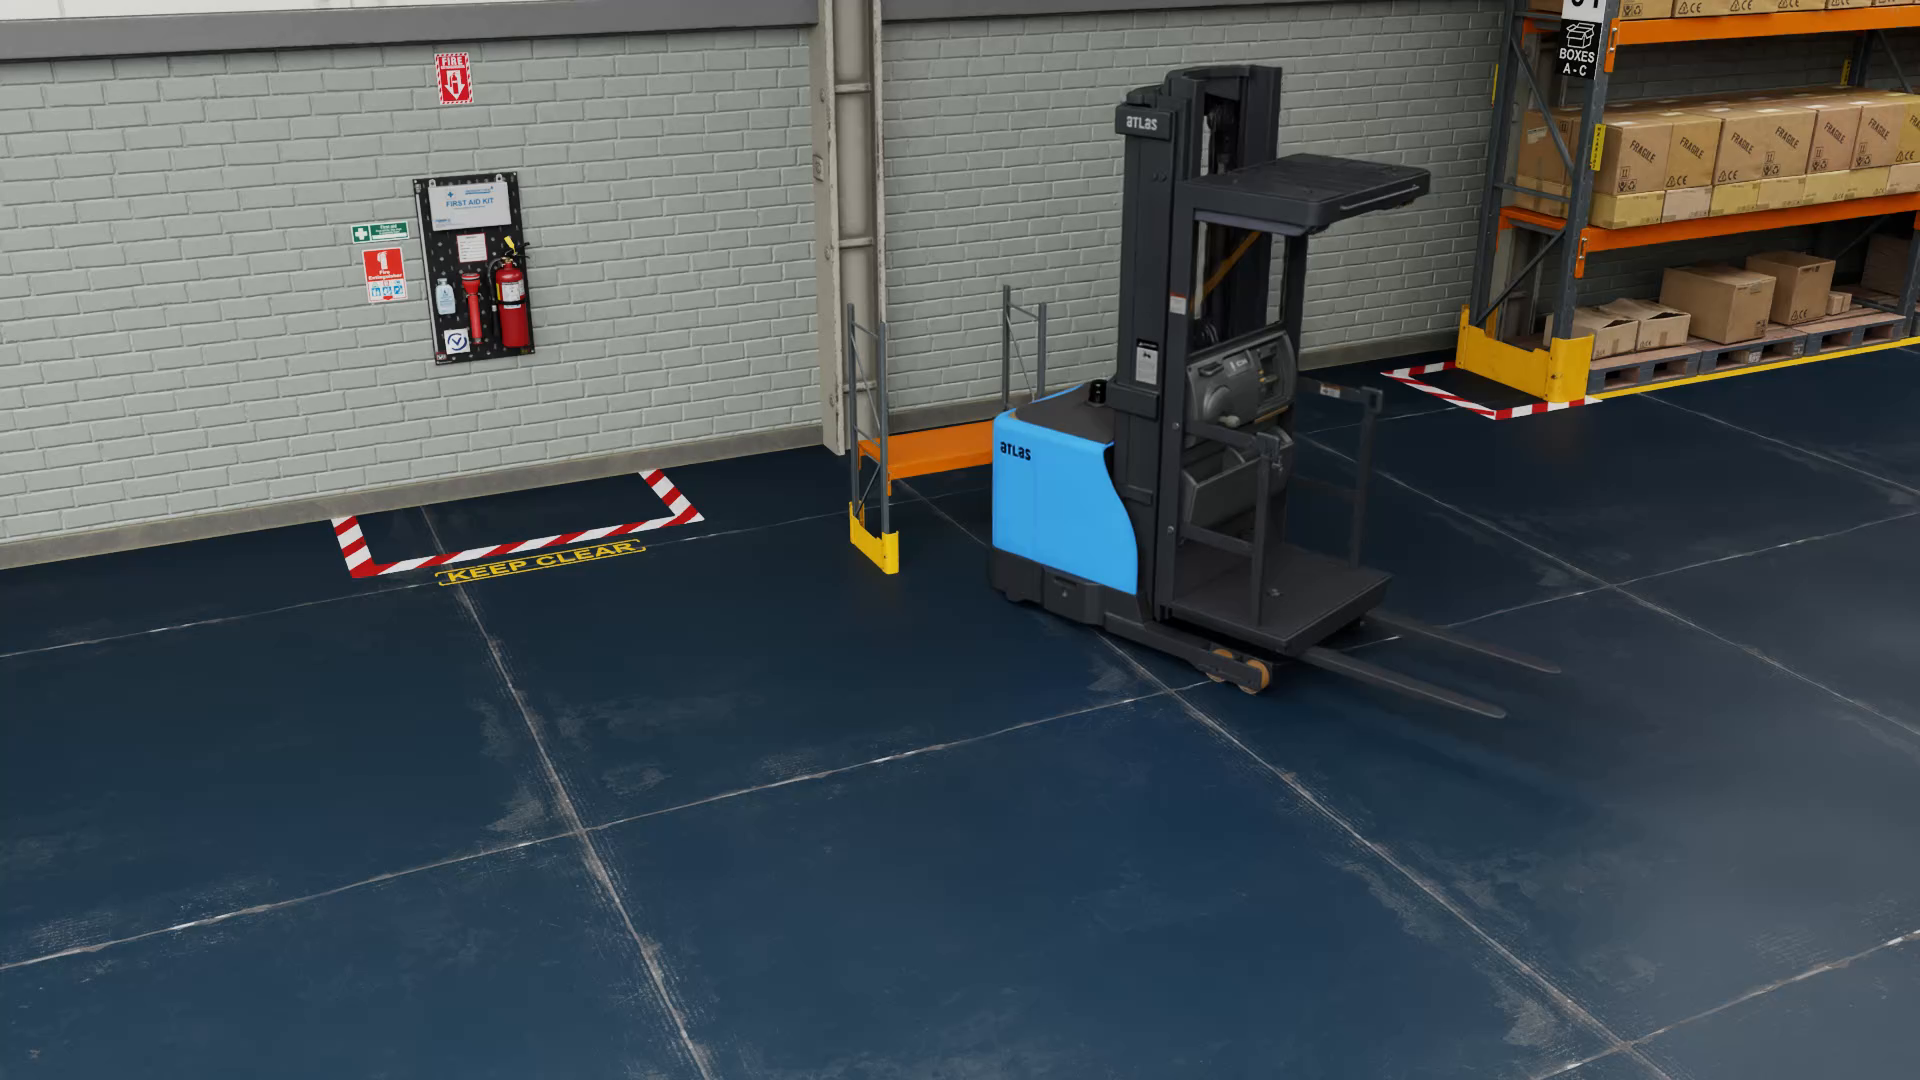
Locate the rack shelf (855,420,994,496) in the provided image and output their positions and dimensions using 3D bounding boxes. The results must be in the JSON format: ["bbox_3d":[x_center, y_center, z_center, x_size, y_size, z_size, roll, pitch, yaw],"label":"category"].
[{"bbox_3d":[-0.077,-0.513,9.998,1.000,0.185,0.538,-10,25,-24],"label":"rack shelf"}]

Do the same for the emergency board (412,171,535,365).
[{"bbox_3d":[-2.991,-1.669,10.361,0.643,1.169,0.194,-10,25,-24],"label":"emergency board"}]

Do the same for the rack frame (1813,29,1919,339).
[{"bbox_3d":[8.008,-3.311,14.326,0.127,3.000,1.000,-10,25,-24],"label":"rack frame"}]

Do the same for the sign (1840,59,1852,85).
[{"bbox_3d":[7.764,-4.036,14.565,0.005,0.325,0.100,-10,25,-24],"label":"sign"}]

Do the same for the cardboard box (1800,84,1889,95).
[{"bbox_3d":[7.493,-3.591,14.193,0.500,0.500,0.500,-11,25,-25],"label":"cardboard box"}]

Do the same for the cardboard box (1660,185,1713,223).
[{"bbox_3d":[5.442,-2.650,12.899,0.500,0.250,0.500,-11,25,-25],"label":"cardboard box"}]

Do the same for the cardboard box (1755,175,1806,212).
[{"bbox_3d":[6.360,-2.815,13.299,0.500,0.250,0.500,-10,25,-23],"label":"cardboard box"}]

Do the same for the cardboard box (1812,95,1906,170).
[{"bbox_3d":[7.268,-3.327,13.556,0.500,0.500,0.500,-11,25,-24],"label":"cardboard box"}]

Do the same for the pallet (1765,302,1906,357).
[{"bbox_3d":[7.418,-1.899,14.561,1.213,0.211,1.003,-10,25,-24],"label":"pallet"}]

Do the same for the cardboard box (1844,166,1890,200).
[{"bbox_3d":[7.260,-2.988,13.716,0.500,0.250,0.500,-10,25,-23],"label":"cardboard box"}]

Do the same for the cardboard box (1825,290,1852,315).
[{"bbox_3d":[7.538,-2.106,14.544,0.250,0.166,0.380,-14,26,-30],"label":"cardboard box"}]

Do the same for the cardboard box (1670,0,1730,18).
[{"bbox_3d":[5.312,-4.135,12.238,0.500,0.500,0.500,-9,24,-20],"label":"cardboard box"}]

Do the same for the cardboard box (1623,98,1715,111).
[{"bbox_3d":[5.658,-3.252,13.375,0.500,0.500,0.500,-11,25,-25],"label":"cardboard box"}]

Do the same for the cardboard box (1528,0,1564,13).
[{"bbox_3d":[4.669,-4.245,12.505,0.500,0.500,0.500,-9,24,-20],"label":"cardboard box"}]

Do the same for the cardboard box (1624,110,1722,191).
[{"bbox_3d":[5.413,-2.988,12.735,0.500,0.500,0.500,-10,25,-23],"label":"cardboard box"}]

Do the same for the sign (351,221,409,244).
[{"bbox_3d":[-3.526,-1.872,10.111,0.331,0.109,0.001,-10,25,-24],"label":"sign"}]

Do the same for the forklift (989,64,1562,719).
[{"bbox_3d":[1.598,-0.806,8.364,3.031,2.935,1.130,19,29,38],"label":"forklift"}]

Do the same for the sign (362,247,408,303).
[{"bbox_3d":[-3.534,-1.630,10.218,0.234,0.329,0.001,-10,25,-24],"label":"sign"}]

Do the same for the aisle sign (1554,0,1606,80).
[{"bbox_3d":[4.469,-3.733,11.947,0.004,0.787,0.394,-10,25,-24],"label":"aisle sign"}]

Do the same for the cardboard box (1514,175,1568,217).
[{"bbox_3d":[4.740,-2.731,13.097,0.500,0.250,0.500,-10,25,-23],"label":"cardboard box"}]

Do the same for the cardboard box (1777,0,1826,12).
[{"bbox_3d":[6.252,-4.318,12.682,0.500,0.500,0.500,-9,24,-20],"label":"cardboard box"}]

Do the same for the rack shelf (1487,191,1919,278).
[{"bbox_3d":[6.205,-2.647,13.662,4.000,0.370,1.077,-10,25,-24],"label":"rack shelf"}]

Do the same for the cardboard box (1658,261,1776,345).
[{"bbox_3d":[6.262,-1.978,13.800,0.500,0.500,0.700,-12,25,-27],"label":"cardboard box"}]

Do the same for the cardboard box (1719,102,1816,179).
[{"bbox_3d":[6.342,-3.161,13.154,0.500,0.500,0.500,-10,24,-22],"label":"cardboard box"}]

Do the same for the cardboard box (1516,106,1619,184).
[{"bbox_3d":[4.736,-3.085,12.970,0.500,0.500,0.500,-11,25,-24],"label":"cardboard box"}]

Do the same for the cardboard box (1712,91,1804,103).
[{"bbox_3d":[6.574,-3.426,13.794,0.500,0.500,0.500,-10,24,-22],"label":"cardboard box"}]

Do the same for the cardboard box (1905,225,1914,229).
[{"bbox_3d":[9.107,-2.590,15.278,0.500,0.500,0.700,-11,25,-25],"label":"cardboard box"}]

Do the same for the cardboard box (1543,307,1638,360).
[{"bbox_3d":[5.066,-1.692,13.356,0.500,0.311,0.500,-14,26,-30],"label":"cardboard box"}]

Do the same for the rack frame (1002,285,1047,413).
[{"bbox_3d":[0.381,-0.763,10.133,0.032,1.500,0.500,-10,25,-24],"label":"rack frame"}]

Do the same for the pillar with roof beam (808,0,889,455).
[{"bbox_3d":[1.120,-3.354,6.588,0.400,9.000,9.100,-10,25,-24],"label":"pillar with roof beam"}]

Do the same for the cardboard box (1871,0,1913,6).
[{"bbox_3d":[7.198,-4.504,13.129,0.500,0.500,0.500,-13,26,-28],"label":"cardboard box"}]

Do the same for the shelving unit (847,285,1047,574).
[{"bbox_3d":[-0.069,-0.680,9.933,1.083,1.500,0.587,-10,25,-24],"label":"shelving unit"}]

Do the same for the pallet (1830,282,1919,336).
[{"bbox_3d":[8.708,-2.152,15.173,1.213,0.211,1.003,-10,25,-24],"label":"pallet"}]
